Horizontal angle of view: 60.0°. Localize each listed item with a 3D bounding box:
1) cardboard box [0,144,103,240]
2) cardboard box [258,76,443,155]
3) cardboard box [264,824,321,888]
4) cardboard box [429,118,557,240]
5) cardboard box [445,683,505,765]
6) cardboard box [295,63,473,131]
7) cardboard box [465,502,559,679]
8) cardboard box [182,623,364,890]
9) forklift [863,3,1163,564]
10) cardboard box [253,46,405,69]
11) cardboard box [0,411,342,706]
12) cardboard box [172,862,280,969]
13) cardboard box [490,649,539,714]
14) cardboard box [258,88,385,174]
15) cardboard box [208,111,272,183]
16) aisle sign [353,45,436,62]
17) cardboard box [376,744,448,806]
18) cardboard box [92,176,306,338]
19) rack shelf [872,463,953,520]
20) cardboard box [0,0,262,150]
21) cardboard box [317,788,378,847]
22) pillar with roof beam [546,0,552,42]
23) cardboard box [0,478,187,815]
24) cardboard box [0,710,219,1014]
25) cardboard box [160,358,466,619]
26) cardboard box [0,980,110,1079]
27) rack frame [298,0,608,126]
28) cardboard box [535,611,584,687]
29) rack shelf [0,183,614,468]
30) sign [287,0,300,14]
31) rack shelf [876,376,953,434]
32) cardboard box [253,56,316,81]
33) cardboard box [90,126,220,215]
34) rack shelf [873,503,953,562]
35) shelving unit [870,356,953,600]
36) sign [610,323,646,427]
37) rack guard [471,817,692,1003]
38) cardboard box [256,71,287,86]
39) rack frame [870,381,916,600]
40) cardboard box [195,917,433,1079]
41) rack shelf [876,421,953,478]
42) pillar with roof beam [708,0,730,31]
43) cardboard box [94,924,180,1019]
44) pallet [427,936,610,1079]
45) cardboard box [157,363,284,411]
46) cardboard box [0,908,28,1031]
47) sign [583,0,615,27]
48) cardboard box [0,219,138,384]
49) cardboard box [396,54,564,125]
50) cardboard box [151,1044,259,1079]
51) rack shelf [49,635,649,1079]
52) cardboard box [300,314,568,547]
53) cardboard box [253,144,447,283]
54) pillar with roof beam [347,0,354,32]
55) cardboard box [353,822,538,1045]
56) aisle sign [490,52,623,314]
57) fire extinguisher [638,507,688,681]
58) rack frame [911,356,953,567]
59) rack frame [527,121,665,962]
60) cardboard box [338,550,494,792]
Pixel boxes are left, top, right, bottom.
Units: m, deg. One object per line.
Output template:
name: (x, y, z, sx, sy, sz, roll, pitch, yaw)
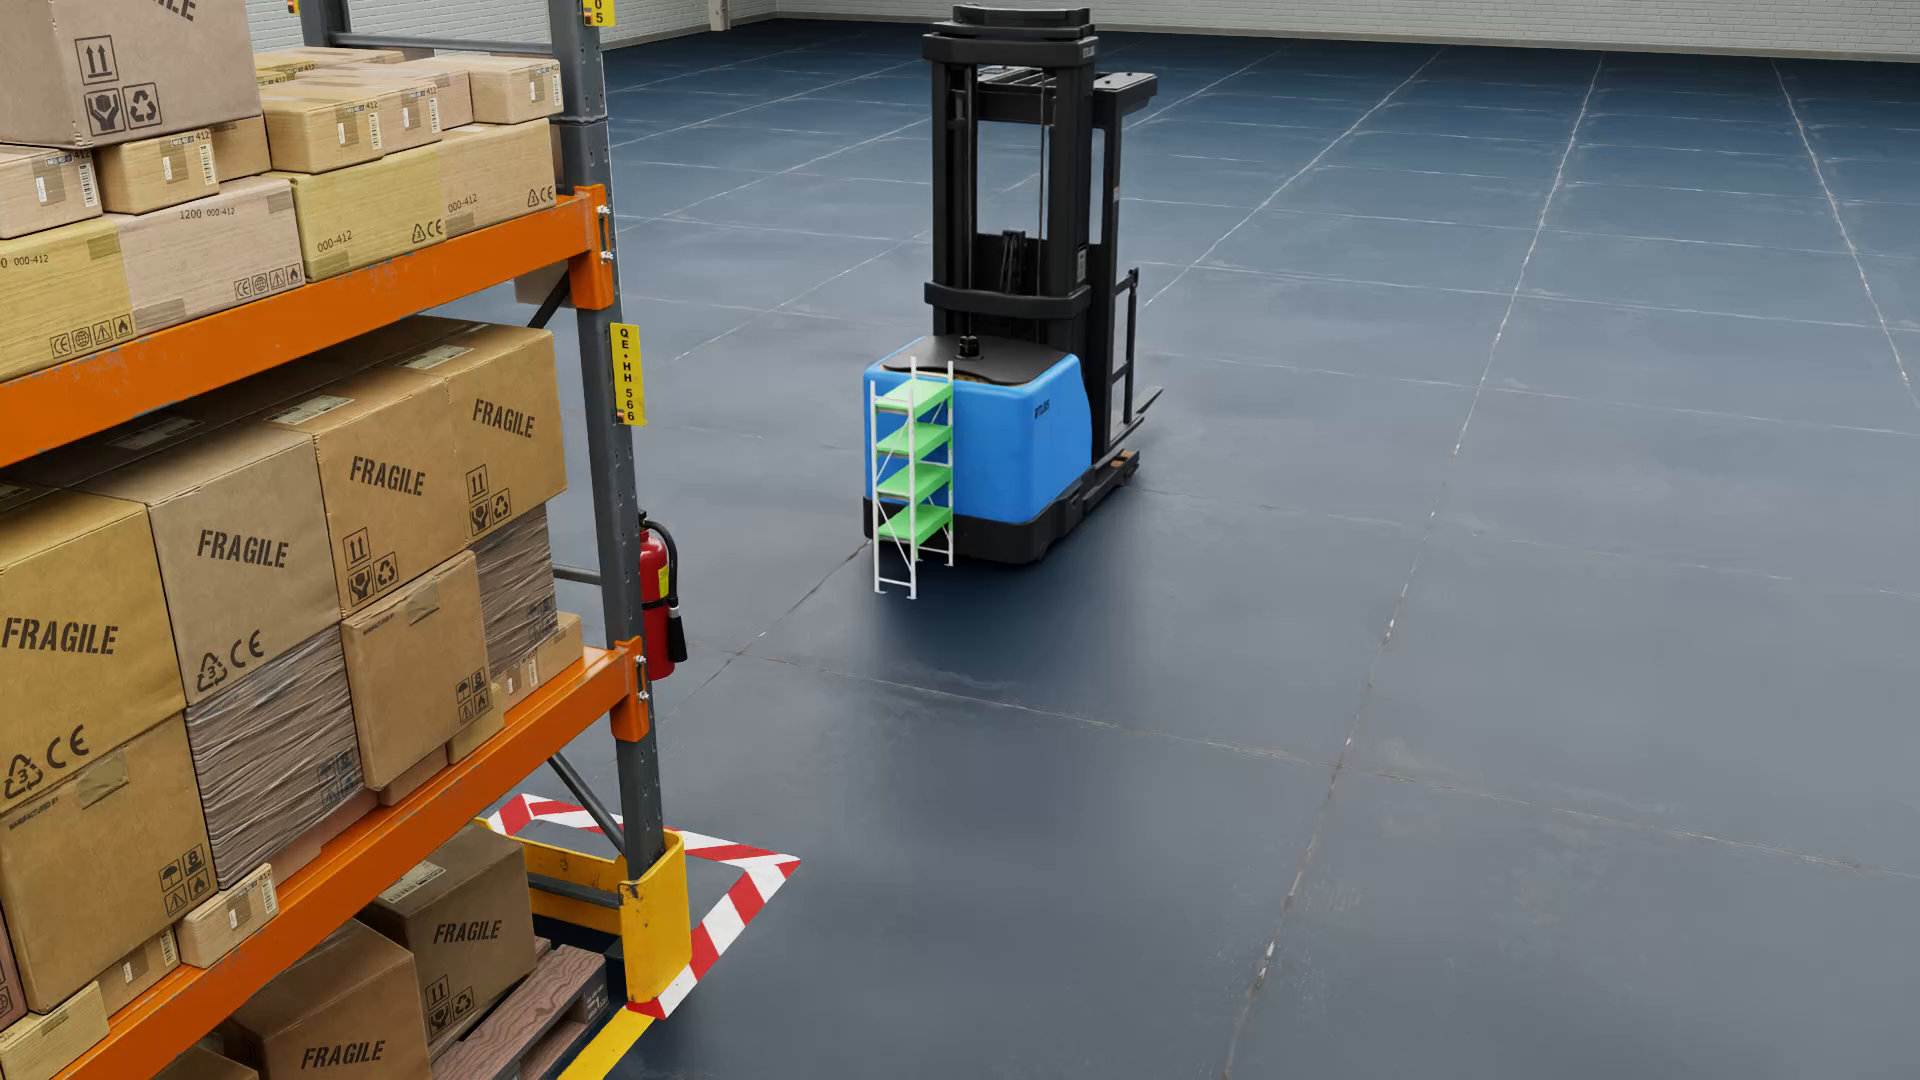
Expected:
cardboard box: (-1.989, -0.718, 3.363, 0.380, 0.149, 0.250, 7, 24, 17)
cardboard box: (-1.559, -1.084, 4.239, 0.380, 0.149, 0.250, 8, 24, 18)
cardboard box: (-1.903, 0.778, 4.321, 0.380, 0.149, 0.250, 9, 24, 20)
cardboard box: (-1.483, -1.025, 4.615, 0.500, 0.250, 0.500, 9, 24, 21)
cardboard box: (-1.593, 0.515, 4.952, 0.380, 0.149, 0.250, 9, 24, 20)
cardboard box: (-1.559, -1.198, 4.511, 0.380, 0.149, 0.250, 8, 24, 18)
cardboard box: (-1.770, 0.090, 5.126, 0.875, 0.500, 0.500, 9, 24, 20)
cardboard box: (-2.070, 0.459, 4.243, 0.875, 0.500, 0.500, 9, 24, 20)
forklift: (0.509, -1.752, 10.143, 1.130, 2.935, 3.031, 10, 25, 22)
cardboard box: (-1.857, -1.352, 4.882, 0.380, 0.149, 0.250, 9, 24, 20)
cardboard box: (-1.883, 0.027, 3.981, 0.500, 0.500, 0.500, 9, 24, 20)
cardboard box: (-1.914, 0.880, 4.077, 0.380, 0.149, 0.250, 9, 24, 20)
cardboard box: (-1.548, 0.418, 5.184, 0.380, 0.149, 0.250, 9, 24, 20)
cardboard box: (-1.630, -0.991, 4.016, 0.380, 0.149, 0.250, 9, 24, 20)
cardboard box: (-1.838, -0.920, 3.846, 0.380, 0.149, 0.250, 9, 24, 21)
aisle sign: (-1.796, -1.184, 5.319, 0.394, 0.787, 0.004, 9, 24, 20)
cardboard box: (-1.700, 0.602, 4.743, 0.380, 0.149, 0.250, 9, 24, 20)
cardboard box: (-1.864, -0.664, 3.750, 0.500, 0.250, 0.500, 9, 24, 21)
rack shelf: (-0.251, -0.277, 9.022, 0.258, 0.148, 0.480, 10, 25, 22)
cardboard box: (-1.881, -1.126, 3.499, 0.500, 0.500, 0.500, 9, 24, 20)
cardboard box: (-1.831, 0.685, 4.543, 0.380, 0.149, 0.250, 9, 24, 20)
pillar with roof beam: (-3.535, -12.667, 28.401, 9.100, 9.000, 0.400, 9, 24, 20)
cardboard box: (-2.077, 0.204, 3.556, 0.500, 0.500, 0.500, 9, 24, 20)
cardboard box: (-2.267, 0.637, 3.819, 0.875, 0.500, 0.500, 9, 24, 20)
cardboard box: (-1.695, -0.152, 4.409, 0.500, 0.500, 0.500, 9, 24, 20)
cardboard box: (-2.122, 1.056, 3.657, 0.380, 0.149, 0.250, 9, 24, 20)
rack frame: (-1.540, -2.687, 4.508, 1.000, 3.000, 0.127, 9, 24, 20)
cardboard box: (-1.454, 0.328, 5.398, 0.380, 0.149, 0.250, 9, 24, 20)
rack shelf: (-2.283, -0.256, 3.512, 1.077, 0.370, 4.000, 9, 24, 20)
sign: (-2.044, -1.784, 5.104, 0.100, 0.325, 0.005, 9, 24, 20)
rack shelf: (-0.251, -0.720, 8.837, 0.258, 0.148, 0.480, 10, 25, 22)
cardboard box: (-2.043, -1.274, 4.693, 0.380, 0.149, 0.250, 9, 24, 21)
cardboard box: (-1.844, -0.809, 3.581, 0.380, 0.149, 0.250, 8, 24, 17)
rack shelf: (-0.251, -0.055, 9.114, 0.258, 0.148, 0.480, 10, 25, 22)
shelving unit: (-0.251, -0.336, 8.997, 0.258, 1.200, 0.503, 10, 25, 22)
sign: (-1.032, -0.513, 5.173, 0.100, 0.325, 0.005, 9, 24, 20)
rack guard: (-1.568, 1.262, 6.081, 1.175, 0.500, 0.348, 9, 24, 20)
cardboard box: (-2.023, -1.166, 4.434, 0.380, 0.149, 0.250, 8, 24, 19)
rack frame: (-0.351, -0.250, 8.792, 0.240, 1.200, 0.015, 10, 25, 22)
cardboard box: (-1.978, 1.480, 5.012, 0.500, 0.500, 0.500, 16, 28, 34)
rack shelf: (-0.251, -0.498, 8.929, 0.258, 0.148, 0.480, 10, 25, 22)
pillar with roof beam: (-1.306, -14.815, 33.541, 9.100, 9.000, 0.400, 9, 24, 20)
cardboard box: (-2.071, 0.960, 3.887, 0.380, 0.149, 0.250, 9, 24, 20)
pallet: (-1.903, 1.680, 5.453, 1.003, 0.211, 1.213, 9, 24, 20)
cardboard box: (-2.190, -0.228, 4.591, 0.500, 0.500, 0.500, 9, 24, 20)
cardboard box: (-2.491, 0.810, 3.405, 0.875, 0.500, 0.500, 9, 24, 20)
sign: (-1.032, -1.625, 4.708, 0.100, 0.325, 0.005, 9, 24, 20)
cardboard box: (-2.046, -0.483, 3.318, 0.500, 0.250, 0.500, 8, 24, 19)
cardboard box: (-1.354, -1.274, 4.694, 0.380, 0.149, 0.250, 9, 24, 20)
cardboard box: (-2.228, 1.702, 4.482, 0.500, 0.500, 0.500, 11, 25, 25)
rack shelf: (-2.283, 1.129, 4.090, 1.077, 0.370, 4.000, 9, 24, 20)
cardboard box: (-1.515, -0.332, 4.839, 0.500, 0.500, 0.500, 9, 24, 20)
cardboard box: (-1.666, -0.846, 4.186, 0.500, 0.250, 0.500, 9, 24, 20)
pillar with roof beam: (-5.763, -10.520, 23.261, 9.100, 9.000, 0.400, 9, 24, 20)
cardboard box: (-1.788, 1.262, 5.536, 0.500, 0.500, 0.500, 14, 26, 30)
aisle sign: (-1.239, -1.098, 5.114, 0.394, 0.787, 0.004, 9, 24, 20)
fire extinguisher: (-1.070, 0.142, 5.620, 0.296, 0.674, 0.183, 9, 24, 20)
rack frame: (-0.151, -0.422, 9.203, 0.240, 1.200, 0.015, 10, 25, 22)
rack frame: (-1.540, 0.081, 5.664, 1.000, 3.000, 0.127, 9, 24, 20)
cardboard box: (-1.844, 0.287, 4.657, 0.875, 0.500, 0.500, 9, 24, 20)
